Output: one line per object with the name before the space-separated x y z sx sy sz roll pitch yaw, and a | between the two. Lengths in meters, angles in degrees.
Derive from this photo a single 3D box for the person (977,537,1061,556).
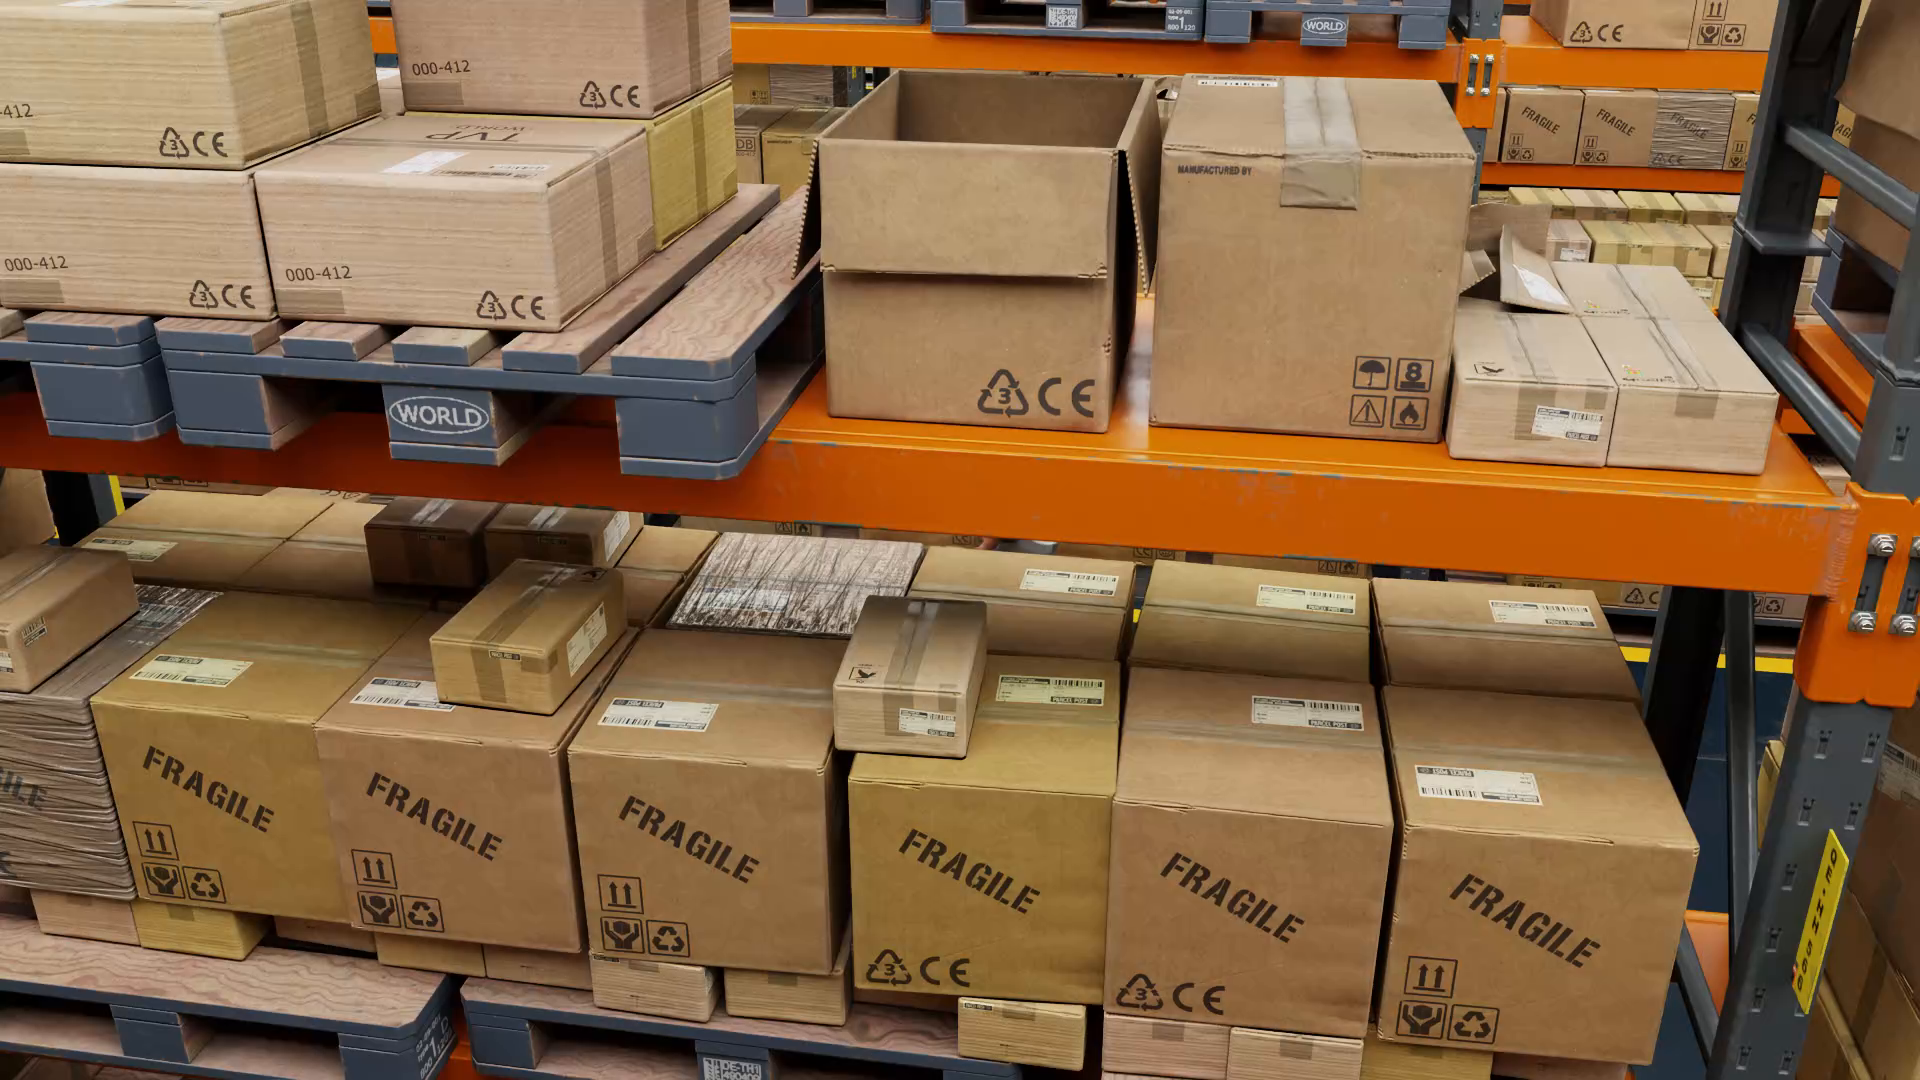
person | 0.211 -0.091 7.236 0.576 1.782 0.628 10 26 20
